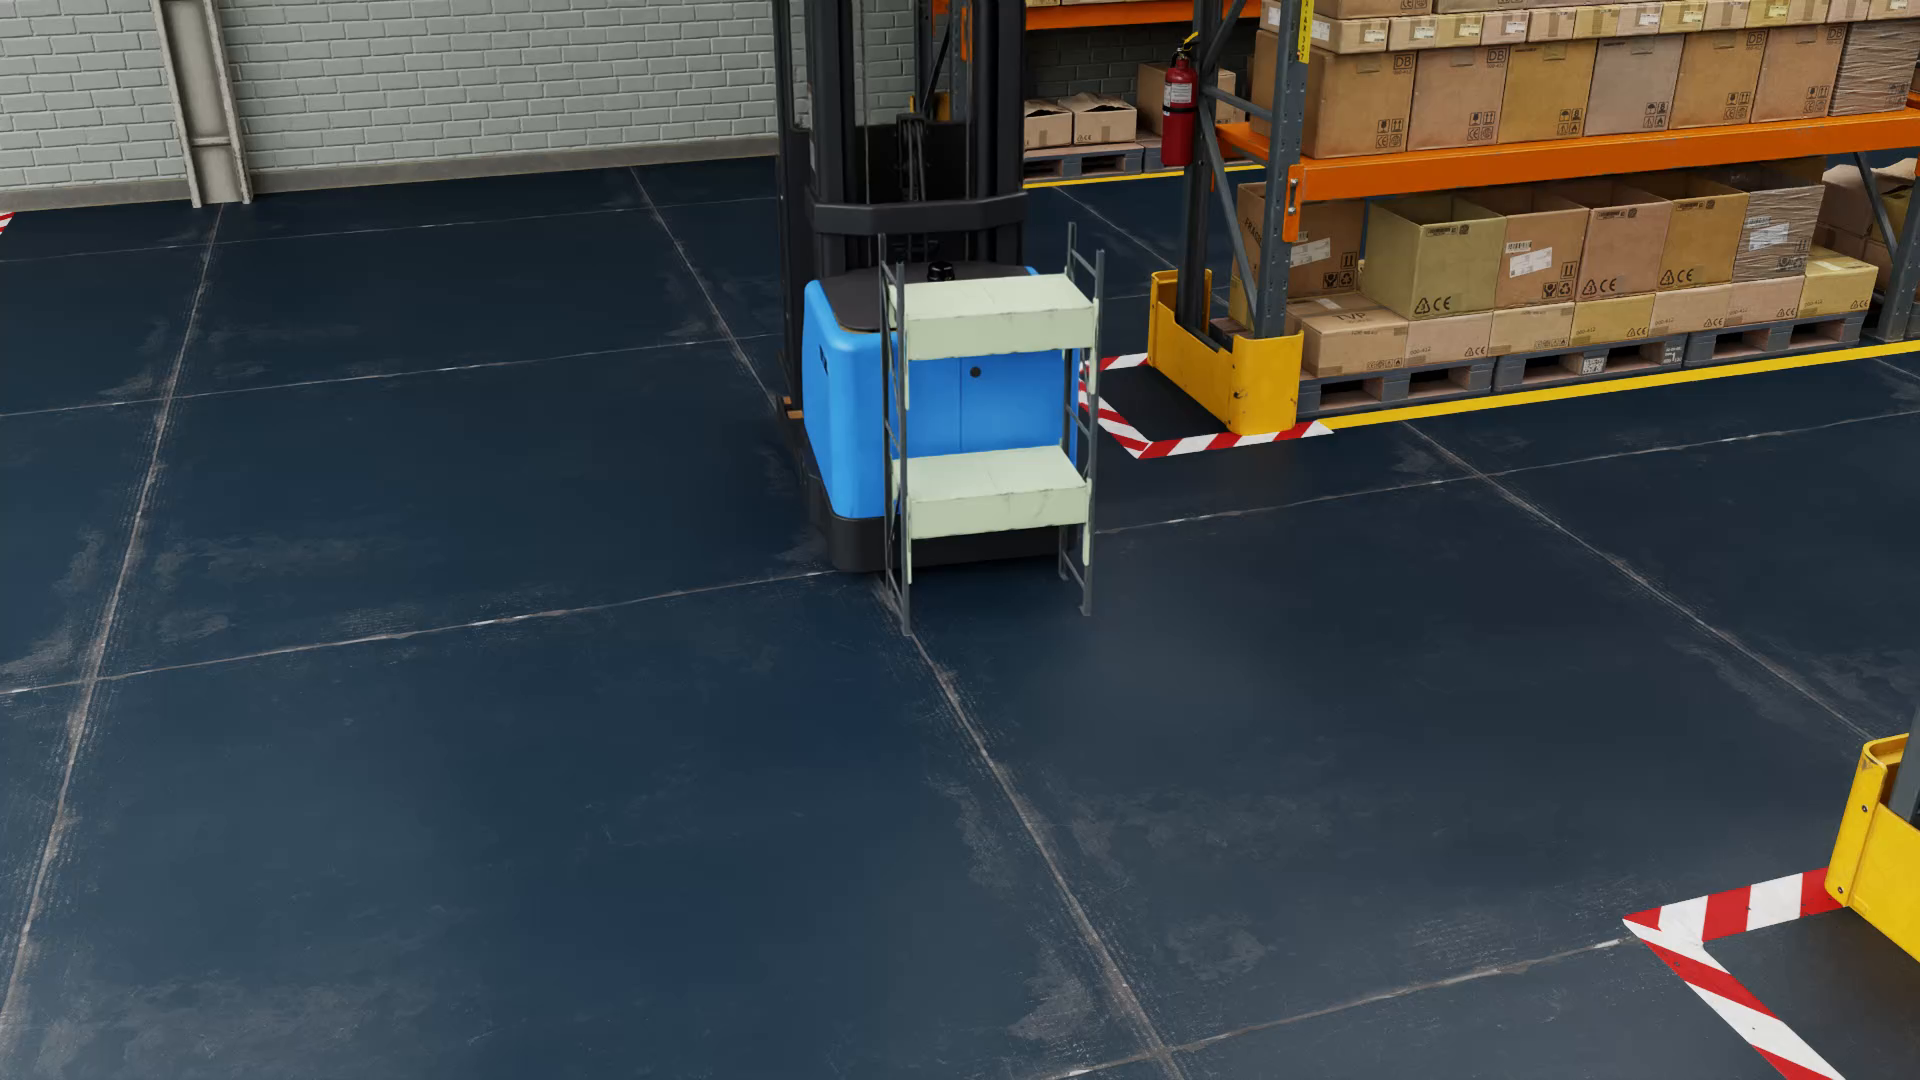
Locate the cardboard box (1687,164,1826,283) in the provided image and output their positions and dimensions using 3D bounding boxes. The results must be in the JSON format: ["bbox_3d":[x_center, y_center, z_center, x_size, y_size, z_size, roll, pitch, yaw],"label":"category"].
[{"bbox_3d":[4.341,-1.754,9.185,0.500,0.500,0.500,-8,28,-16],"label":"cardboard box"}]

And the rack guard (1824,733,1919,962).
[{"bbox_3d":[2.978,1.054,4.566,0.348,0.500,1.175,-8,28,-16],"label":"rack guard"}]

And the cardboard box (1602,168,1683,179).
[{"bbox_3d":[3.705,-1.905,9.490,0.500,0.500,0.500,-8,28,-16],"label":"cardboard box"}]

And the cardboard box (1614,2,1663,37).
[{"bbox_3d":[3.292,-2.640,8.353,0.250,0.149,0.380,-8,27,-16],"label":"cardboard box"}]

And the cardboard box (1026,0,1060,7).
[{"bbox_3d":[0.415,-4.099,12.280,0.500,0.250,0.500,-9,28,-18],"label":"cardboard box"}]

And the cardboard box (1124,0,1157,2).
[{"bbox_3d":[1.390,-4.244,12.572,0.500,0.250,0.500,-9,28,-17],"label":"cardboard box"}]

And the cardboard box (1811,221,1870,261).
[{"bbox_3d":[5.498,-1.818,10.158,0.500,0.250,0.500,-9,28,-17],"label":"cardboard box"}]

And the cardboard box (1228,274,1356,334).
[{"bbox_3d":[1.809,-1.286,9.087,0.500,0.250,0.500,-8,28,-16],"label":"cardboard box"}]

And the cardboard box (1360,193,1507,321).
[{"bbox_3d":[2.444,-1.472,8.619,0.500,0.500,0.500,-8,28,-16],"label":"cardboard box"}]

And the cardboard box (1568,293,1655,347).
[{"bbox_3d":[3.396,-1.273,9.060,0.500,0.250,0.500,-8,28,-16],"label":"cardboard box"}]

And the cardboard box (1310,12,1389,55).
[{"bbox_3d":[1.830,-2.429,7.927,0.250,0.149,0.380,-8,28,-16],"label":"cardboard box"}]

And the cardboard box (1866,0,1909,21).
[{"bbox_3d":[4.766,-2.855,8.786,0.250,0.149,0.380,-9,28,-17],"label":"cardboard box"}]

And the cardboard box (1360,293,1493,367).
[{"bbox_3d":[2.443,-1.137,8.787,0.500,0.250,0.500,-8,28,-16],"label":"cardboard box"}]

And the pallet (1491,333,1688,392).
[{"bbox_3d":[3.262,-1.171,9.371,1.213,0.211,1.003,-8,28,-16],"label":"pallet"}]

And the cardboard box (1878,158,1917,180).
[{"bbox_3d":[5.983,-2.140,10.177,0.500,0.311,0.500,-7,27,-15],"label":"cardboard box"}]

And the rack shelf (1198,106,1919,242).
[{"bbox_3d":[3.292,-2.084,8.883,4.000,0.370,1.077,-8,28,-16],"label":"rack shelf"}]

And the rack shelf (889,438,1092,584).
[{"bbox_3d":[0.108,-0.121,6.541,0.720,0.370,0.431,-6,27,-11],"label":"rack shelf"}]

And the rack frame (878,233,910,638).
[{"bbox_3d":[-0.249,-0.378,6.325,0.023,1.500,0.400,-6,27,-11],"label":"rack frame"}]

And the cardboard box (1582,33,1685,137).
[{"bbox_3d":[3.309,-2.449,8.696,0.500,0.500,0.700,-7,27,-15],"label":"cardboard box"}]

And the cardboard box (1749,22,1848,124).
[{"bbox_3d":[4.274,-2.587,8.975,0.500,0.500,0.700,-9,28,-17],"label":"cardboard box"}]

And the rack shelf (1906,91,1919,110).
[{"bbox_3d":[7.095,-2.635,9.992,4.000,0.370,1.077,-8,28,-16],"label":"rack shelf"}]

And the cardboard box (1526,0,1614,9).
[{"bbox_3d":[2.866,-2.967,8.282,0.500,0.500,0.700,-8,28,-16],"label":"cardboard box"}]

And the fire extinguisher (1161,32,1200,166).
[{"bbox_3d":[1.134,-2.276,8.548,0.183,0.674,0.296,-8,28,-16],"label":"fire extinguisher"}]

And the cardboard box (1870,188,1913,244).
[{"bbox_3d":[5.664,-1.841,9.574,0.500,0.311,0.500,-8,28,-16],"label":"cardboard box"}]

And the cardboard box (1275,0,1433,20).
[{"bbox_3d":[1.888,-2.823,7.991,0.500,0.500,0.700,-8,28,-16],"label":"cardboard box"}]

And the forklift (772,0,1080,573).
[{"bbox_3d":[-0.308,-1.812,7.605,1.130,2.935,3.031,-5,27,-11],"label":"forklift"}]

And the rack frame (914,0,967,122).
[{"bbox_3d":[-0.147,-4.224,12.386,0.127,3.000,1.000,-8,28,-16],"label":"rack frame"}]

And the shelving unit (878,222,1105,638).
[{"bbox_3d":[0.108,-0.413,6.396,0.755,1.500,0.431,-6,27,-11],"label":"shelving unit"}]

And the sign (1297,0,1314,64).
[{"bbox_3d":[1.556,-2.318,7.484,0.005,0.325,0.100,-8,28,-16],"label":"sign"}]

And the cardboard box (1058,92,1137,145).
[{"bbox_3d":[1.080,-3.353,13.160,0.500,0.311,0.500,-6,27,-12],"label":"cardboard box"}]

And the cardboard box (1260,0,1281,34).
[{"bbox_3d":[1.694,-2.599,8.270,0.250,0.149,0.380,-9,28,-17],"label":"cardboard box"}]

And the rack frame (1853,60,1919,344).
[{"bbox_3d":[5.194,-2.681,9.278,0.127,3.000,1.000,-8,28,-16],"label":"rack frame"}]

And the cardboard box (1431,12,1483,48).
[{"bbox_3d":[2.318,-2.500,8.071,0.250,0.149,0.380,-8,28,-16],"label":"cardboard box"}]

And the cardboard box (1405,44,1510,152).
[{"bbox_3d":[2.336,-2.309,8.414,0.500,0.500,0.700,-8,27,-15],"label":"cardboard box"}]

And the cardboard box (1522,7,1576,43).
[{"bbox_3d":[2.811,-2.572,8.215,0.250,0.149,0.380,-9,28,-18],"label":"cardboard box"}]

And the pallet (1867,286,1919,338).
[{"bbox_3d":[5.882,-1.550,10.135,1.213,0.211,1.003,-8,28,-16],"label":"pallet"}]

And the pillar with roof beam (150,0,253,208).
[{"bbox_3d":[-4.122,-4.727,6.652,0.400,9.000,9.100,-8,28,-16],"label":"pillar with roof beam"}]

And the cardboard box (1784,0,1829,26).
[{"bbox_3d":[4.268,-2.782,8.638,0.250,0.149,0.380,-8,28,-16],"label":"cardboard box"}]

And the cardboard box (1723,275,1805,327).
[{"bbox_3d":[4.342,-1.417,9.351,0.500,0.250,0.500,-8,28,-16],"label":"cardboard box"}]

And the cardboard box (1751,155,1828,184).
[{"bbox_3d":[4.656,-2.042,9.767,0.500,0.500,0.500,-8,28,-16],"label":"cardboard box"}]

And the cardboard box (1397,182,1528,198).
[{"bbox_3d":[2.754,-1.767,9.212,0.500,0.500,0.500,-8,28,-16],"label":"cardboard box"}]

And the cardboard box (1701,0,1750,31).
[{"bbox_3d":[3.793,-2.714,8.502,0.250,0.149,0.380,-7,27,-15],"label":"cardboard box"}]

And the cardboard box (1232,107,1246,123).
[{"bbox_3d":[2.129,-3.484,13.605,0.250,0.149,0.380,-11,28,-20],"label":"cardboard box"}]

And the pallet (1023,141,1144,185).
[{"bbox_3d":[0.708,-3.083,13.222,1.213,0.211,1.003,-8,28,-16],"label":"pallet"}]

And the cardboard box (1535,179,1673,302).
[{"bbox_3d":[3.396,-1.608,8.893,0.500,0.500,0.500,-8,28,-16],"label":"cardboard box"}]
